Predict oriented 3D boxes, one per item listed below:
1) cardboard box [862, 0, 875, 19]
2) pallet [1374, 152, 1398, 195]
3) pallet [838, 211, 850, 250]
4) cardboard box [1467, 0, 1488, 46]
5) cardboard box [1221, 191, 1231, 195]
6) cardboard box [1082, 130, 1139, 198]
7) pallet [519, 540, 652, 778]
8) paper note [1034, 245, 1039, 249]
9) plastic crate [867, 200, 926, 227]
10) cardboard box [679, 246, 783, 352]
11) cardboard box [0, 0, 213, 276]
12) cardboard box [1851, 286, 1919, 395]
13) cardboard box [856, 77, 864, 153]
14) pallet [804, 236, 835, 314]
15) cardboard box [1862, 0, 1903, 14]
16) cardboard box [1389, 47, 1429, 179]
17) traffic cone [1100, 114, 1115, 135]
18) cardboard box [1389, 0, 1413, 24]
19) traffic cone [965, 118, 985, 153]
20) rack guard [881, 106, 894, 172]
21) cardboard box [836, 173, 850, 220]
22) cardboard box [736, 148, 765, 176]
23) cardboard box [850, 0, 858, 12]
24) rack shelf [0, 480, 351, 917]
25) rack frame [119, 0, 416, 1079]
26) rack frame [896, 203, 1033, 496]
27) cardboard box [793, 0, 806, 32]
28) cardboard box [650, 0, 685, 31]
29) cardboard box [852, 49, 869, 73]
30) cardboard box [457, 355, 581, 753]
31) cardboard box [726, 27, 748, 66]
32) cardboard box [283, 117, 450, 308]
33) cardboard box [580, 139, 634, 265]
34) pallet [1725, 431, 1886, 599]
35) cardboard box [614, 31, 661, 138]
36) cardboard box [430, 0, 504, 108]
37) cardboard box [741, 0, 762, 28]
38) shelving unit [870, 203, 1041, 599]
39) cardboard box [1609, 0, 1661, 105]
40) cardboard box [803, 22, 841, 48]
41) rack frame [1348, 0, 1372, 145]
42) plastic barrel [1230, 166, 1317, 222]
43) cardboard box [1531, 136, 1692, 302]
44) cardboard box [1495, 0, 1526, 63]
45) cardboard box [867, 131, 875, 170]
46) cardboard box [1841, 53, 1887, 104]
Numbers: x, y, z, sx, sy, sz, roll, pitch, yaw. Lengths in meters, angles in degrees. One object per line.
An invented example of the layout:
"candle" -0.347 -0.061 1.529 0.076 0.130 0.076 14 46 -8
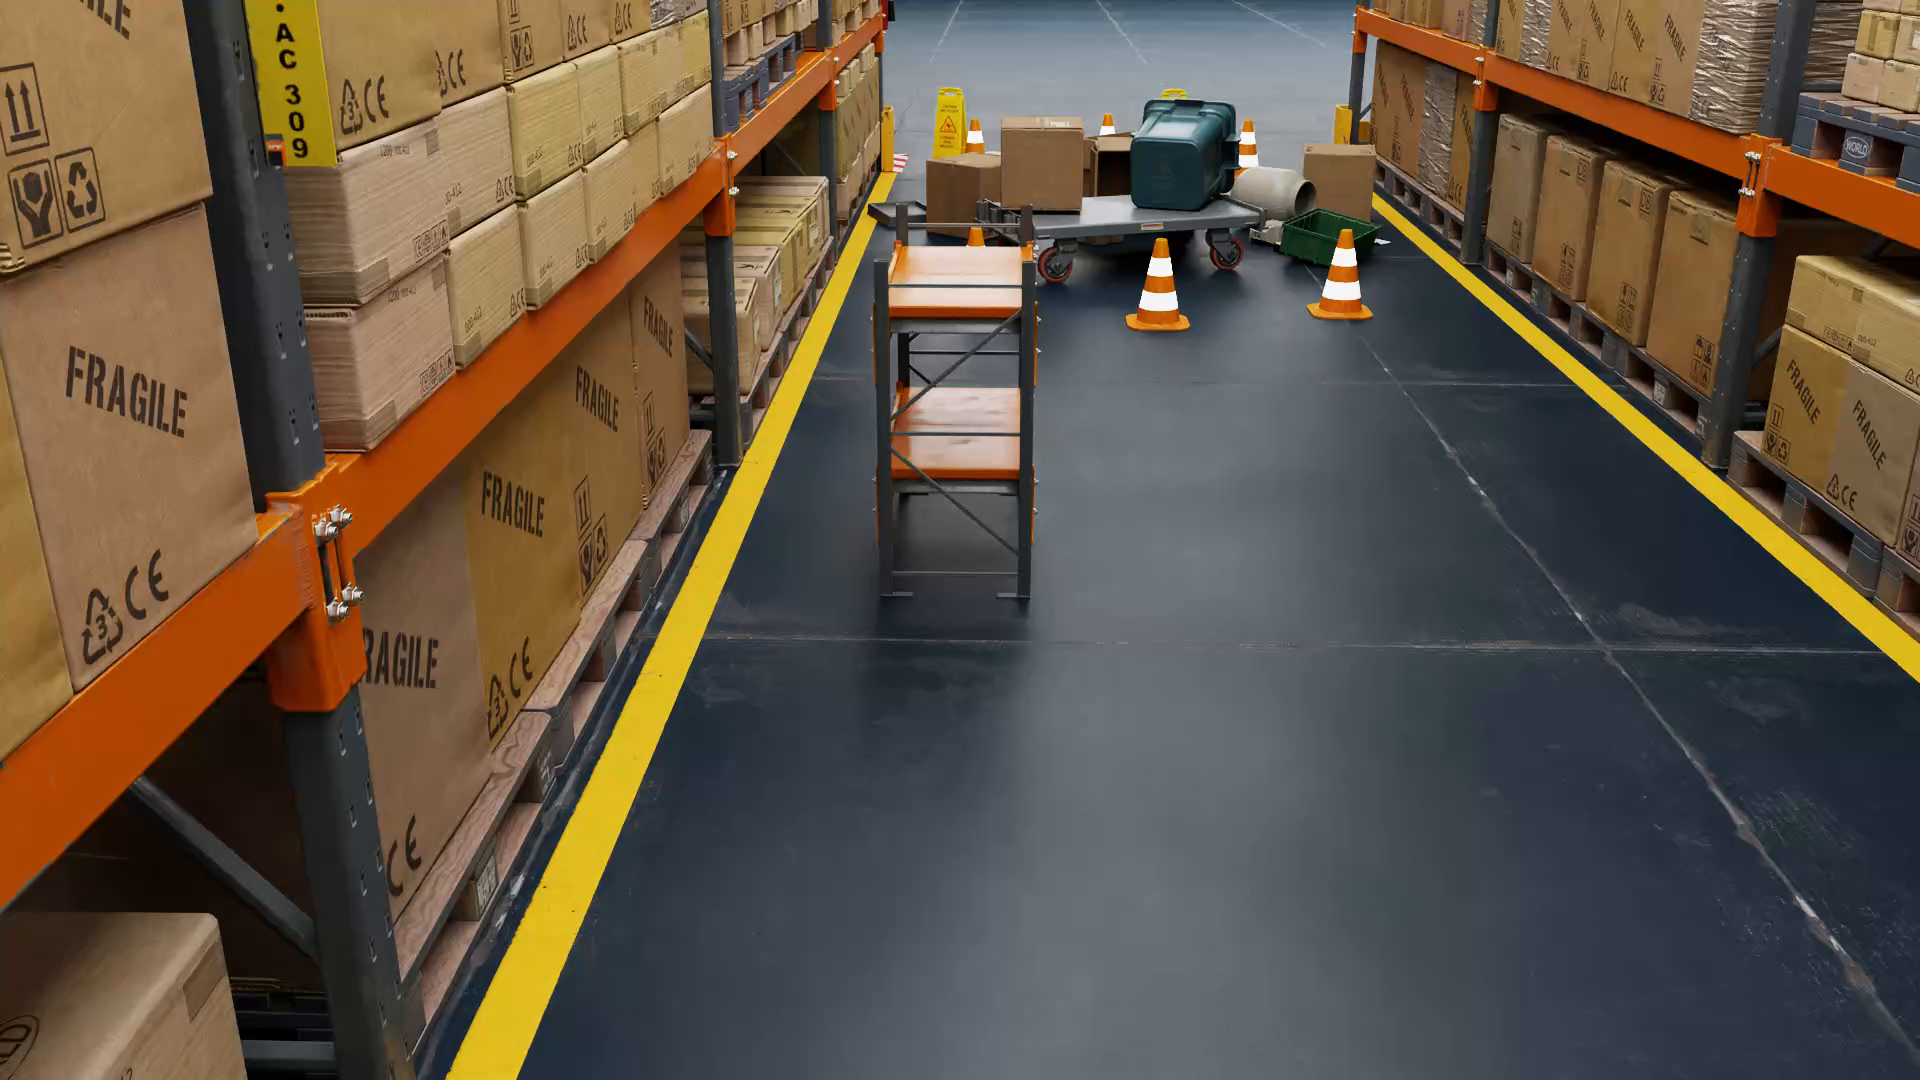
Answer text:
"cardboard box" -0.855 -4.072 12.724 0.380 0.149 0.250 1 21 3
"pallet" 3.851 -2.997 13.462 1.003 0.211 1.213 1 21 2
"pallet" -1.291 -2.102 11.155 1.003 0.211 1.213 1 21 2
"cardboard box" 3.674 -3.344 10.294 0.875 0.550 0.550 1 21 2
"cardboard box" 1.886 -2.508 12.126 0.396 0.266 0.258 4 22 11
"cardboard box" 1.323 -2.778 12.494 0.797 0.503 0.637 -16 26 -35
"pallet" -1.537 0.312 4.934 1.003 0.211 1.213 1 21 2
"paper note" 0.446 -1.948 11.006 0.148 0.019 0.142 1 21 2
"plastic crate" -0.408 -2.356 11.992 0.402 0.080 0.583 -7 22 -17
"cardboard box" -1.356 -1.154 7.910 0.950 0.372 0.625 0 21 1
"cardboard box" -1.257 -0.606 1.922 0.500 0.500 0.500 0 21 1
"cardboard box" 3.275 -0.645 5.382 0.500 0.250 0.500 0 21 1
"cardboard box" -0.966 -3.014 11.834 0.500 0.500 0.500 2 21 4
"pallet" -1.298 -1.577 9.803 1.003 0.211 1.213 1 21 2
"cardboard box" 3.346 -1.884 5.683 0.380 0.149 0.250 1 21 2
"cardboard box" 3.817 -3.228 12.559 0.875 0.875 0.875 0 21 1
"traffic cone" 1.242 -3.364 14.058 0.336 0.463 0.334 1 21 2
"cardboard box" 3.693 -4.122 12.299 0.875 0.550 0.550 1 21 2
"traffic cone" 0.122 -3.253 13.773 0.336 0.463 0.334 1 21 2
"rack guard" -1.156 -3.412 14.132 1.175 0.500 0.348 1 21 2
"cardboard box" -0.988 -2.283 10.987 0.500 0.250 0.500 0 21 -1
"cardboard box" -1.526 -2.639 10.868 0.500 0.500 0.500 0 21 1
"cardboard box" -0.964 -3.863 11.290 0.500 0.500 0.500 0 21 1
"rack shelf" -1.580 0.792 0.835 1.077 0.370 4.000 1 21 2
"rack frame" -1.522 -0.266 2.569 0.949 2.616 0.053 1 21 2
"rack frame" 0.015 -0.706 6.293 0.500 1.125 0.032 1 21 2
"cardboard box" -1.017 -2.768 8.782 0.380 0.149 0.250 1 21 2
"cardboard box" -1.159 -1.850 5.130 0.500 0.500 0.500 1 21 3
"cardboard box" -0.882 -3.559 12.342 0.380 0.149 0.250 2 21 4
"cardboard box" -1.560 -0.023 4.299 0.875 0.875 0.875 1 21 3
"cardboard box" -1.105 -2.107 7.080 0.380 0.149 0.250 -1 21 -2
"cardboard box" -1.224 -0.586 2.908 0.500 0.250 0.500 0 21 0
"cardboard box" -1.172 -0.906 4.423 0.500 0.250 0.500 0 21 1
"pallet" 3.528 -0.112 6.026 1.003 0.211 1.213 1 21 2
"cardboard box" -1.165 -1.327 4.819 0.500 0.250 0.500 0 21 0
"cardboard box" -1.231 -1.119 3.247 0.500 0.500 0.500 1 21 1
"cardboard box" -1.144 -2.442 7.047 0.500 0.500 0.500 2 21 4
"shelving unit" 0.000 -0.522 5.819 0.538 1.125 1.048 1 21 2
"cardboard box" 3.331 -2.268 7.590 0.500 0.500 0.500 0 21 1
"cardboard box" -0.946 -3.152 10.354 0.380 0.149 0.250 1 21 1
"rack frame" 3.797 -4.587 13.705 1.000 3.000 0.127 1 21 2
"plastic barrel" 2.176 -2.367 11.544 0.512 0.421 0.421 18 27 38
"cardboard box" 3.713 -1.714 8.829 1.050 0.750 0.750 1 21 2
"cardboard box" 3.390 -3.000 9.477 0.500 0.500 0.500 1 21 2
"cardboard box" -0.933 -3.037 12.929 0.500 0.250 0.500 1 21 2
"cardboard box" 3.338 -1.614 5.808 0.380 0.149 0.250 0 21 1
